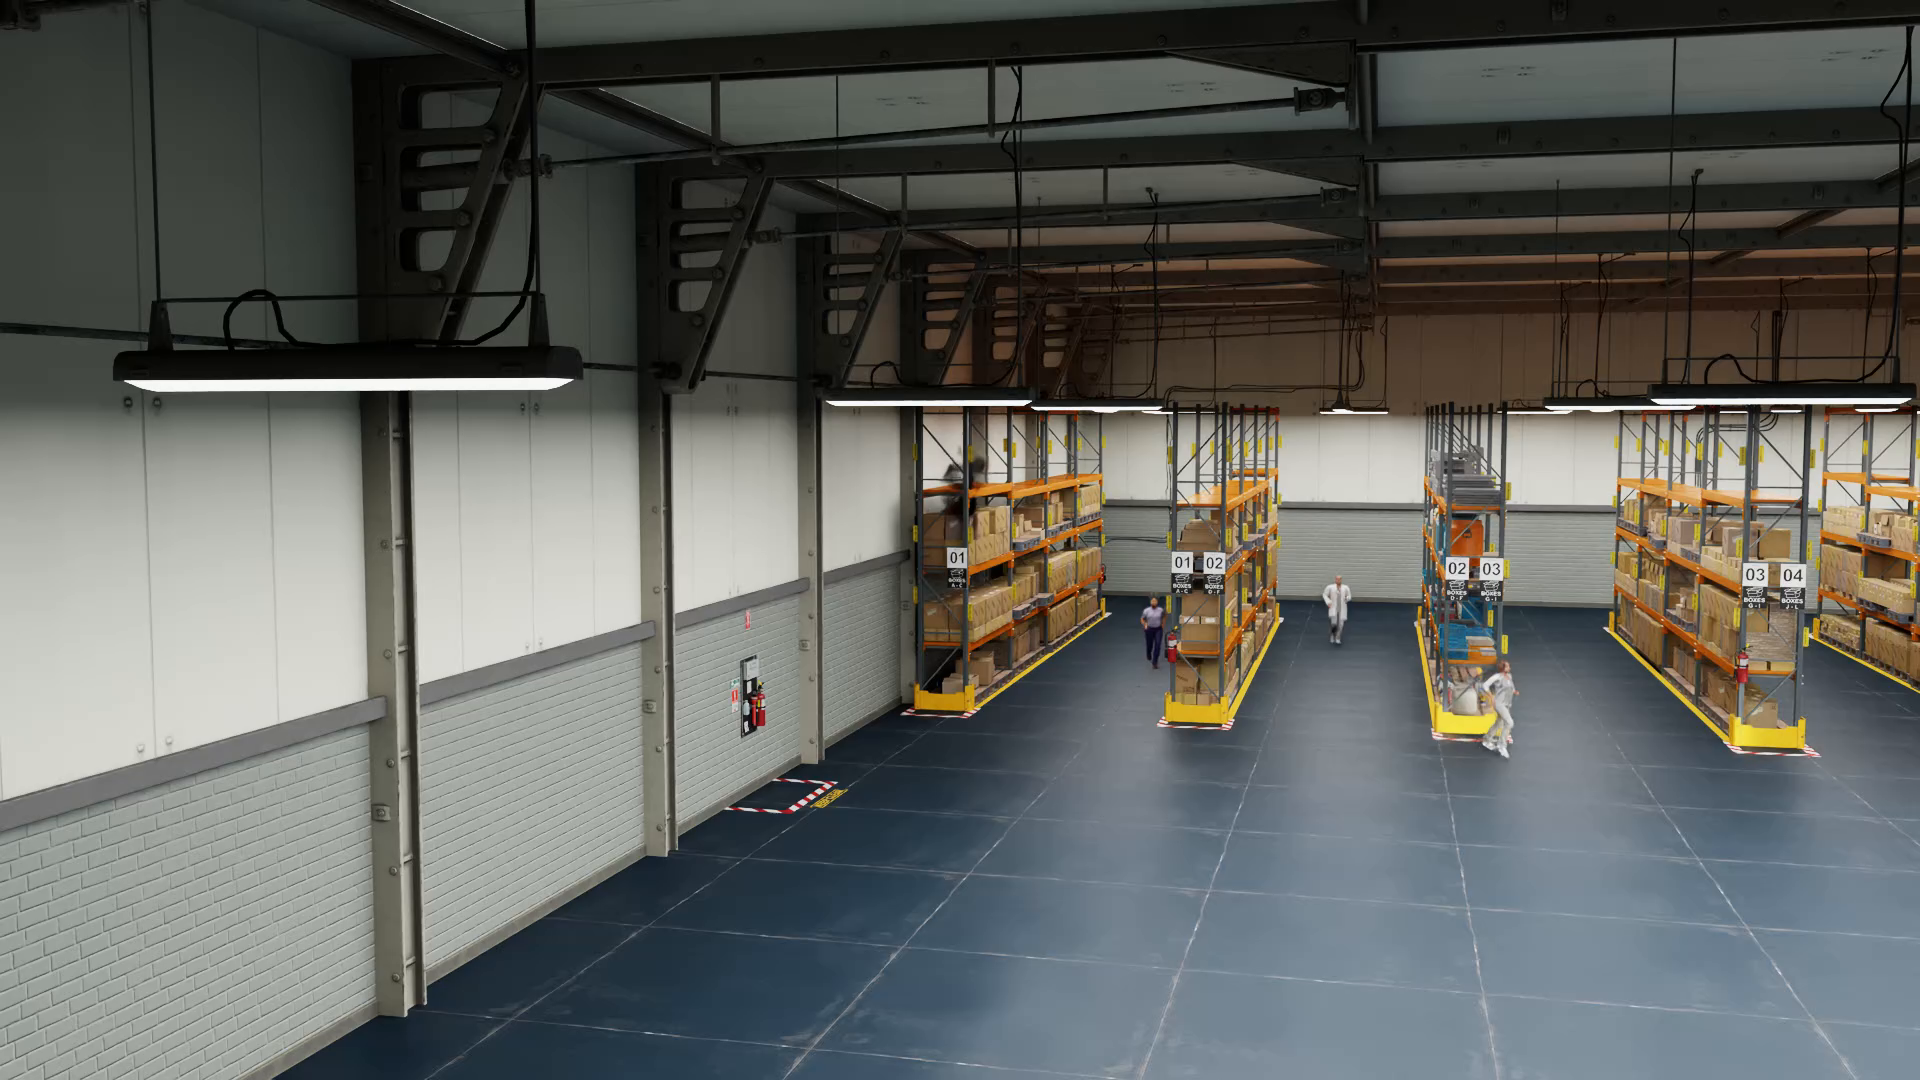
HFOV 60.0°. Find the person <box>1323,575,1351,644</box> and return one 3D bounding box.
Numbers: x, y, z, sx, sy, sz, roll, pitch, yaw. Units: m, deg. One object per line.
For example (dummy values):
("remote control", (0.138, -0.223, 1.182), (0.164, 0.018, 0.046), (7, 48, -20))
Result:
("person", (9.503, 1.854, 41.831), (0.694, 1.549, 0.641), (0, 4, 5))

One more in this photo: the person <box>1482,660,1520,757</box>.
("person", (9.191, 2.839, 28.239), (0.513, 1.631, 0.691), (-3, 5, -39))

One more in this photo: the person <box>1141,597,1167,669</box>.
("person", (4.445, 2.112, 38.107), (0.608, 1.628, 0.759), (0, 4, 2))
